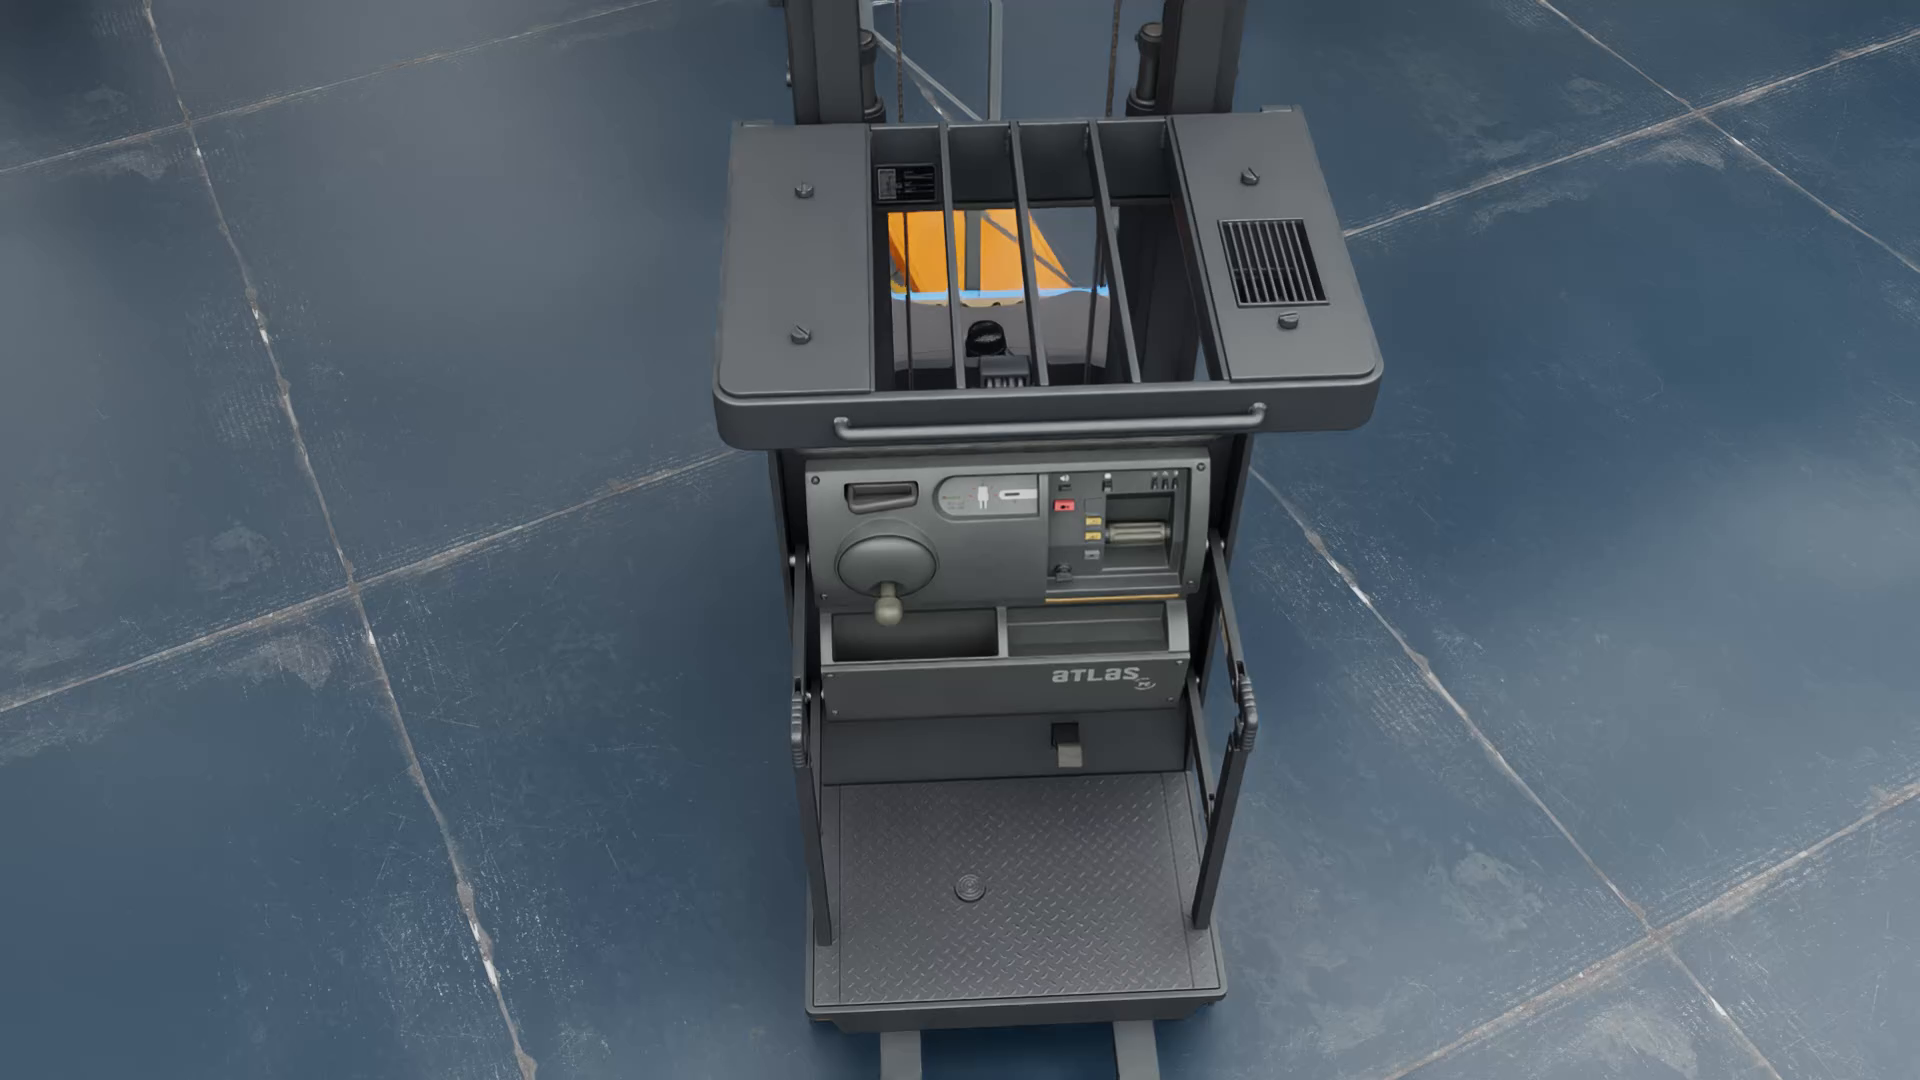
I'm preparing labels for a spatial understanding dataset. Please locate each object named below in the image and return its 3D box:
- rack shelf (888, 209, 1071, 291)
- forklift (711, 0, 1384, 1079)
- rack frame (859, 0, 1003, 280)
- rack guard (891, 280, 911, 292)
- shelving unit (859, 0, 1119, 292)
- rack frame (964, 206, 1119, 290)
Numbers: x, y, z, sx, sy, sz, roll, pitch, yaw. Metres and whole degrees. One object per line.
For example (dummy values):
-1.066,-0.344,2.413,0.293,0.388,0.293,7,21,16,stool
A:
0.078,-0.902,5.781,0.538,0.185,1.000,-15,51,-13,rack shelf
0.125,0.096,3.719,1.130,2.935,3.031,-2,49,-2,forklift
-0.095,-1.380,5.961,0.500,1.500,0.032,-15,51,-13,rack frame
-0.094,-0.968,6.430,0.587,0.250,0.087,-15,51,-13,rack guard
0.075,-1.027,5.652,0.587,1.500,1.083,-15,51,-13,shelving unit
0.251,-0.661,5.331,0.500,1.500,0.032,-15,51,-13,rack frame
